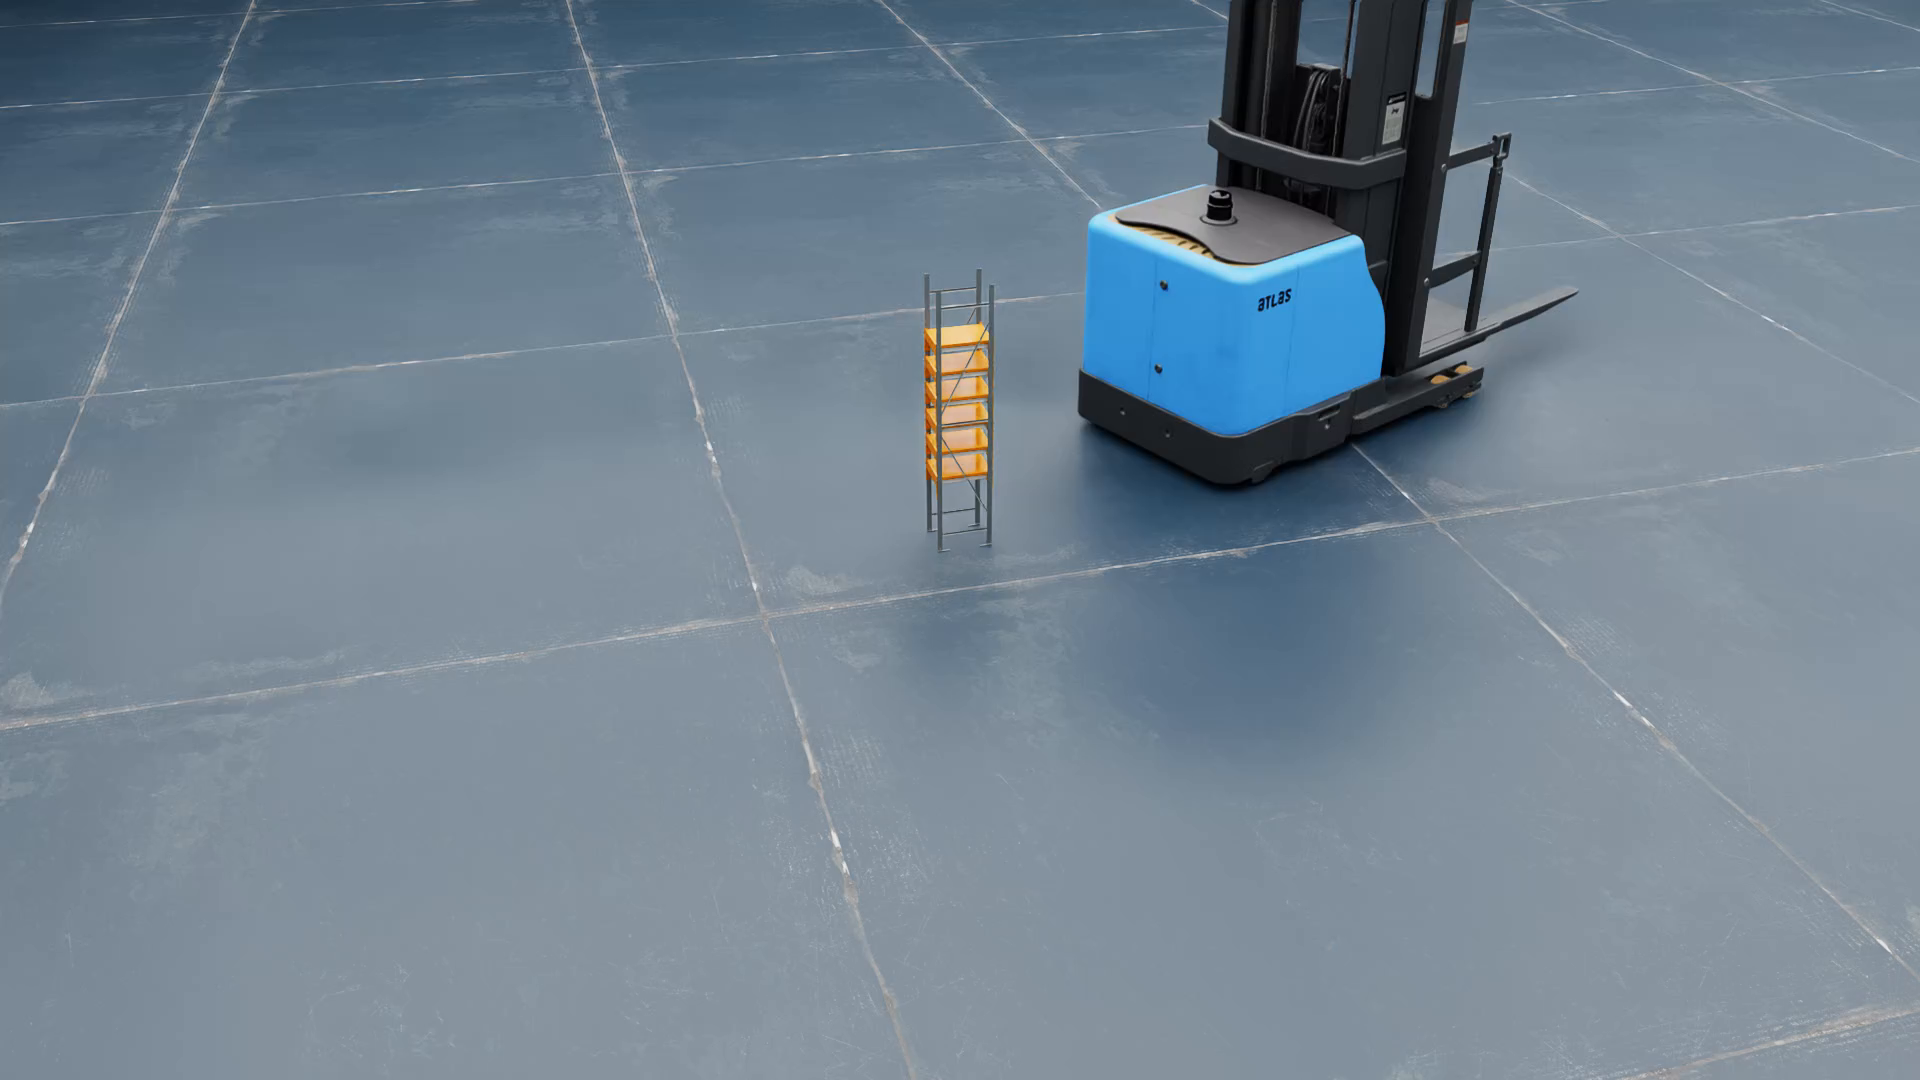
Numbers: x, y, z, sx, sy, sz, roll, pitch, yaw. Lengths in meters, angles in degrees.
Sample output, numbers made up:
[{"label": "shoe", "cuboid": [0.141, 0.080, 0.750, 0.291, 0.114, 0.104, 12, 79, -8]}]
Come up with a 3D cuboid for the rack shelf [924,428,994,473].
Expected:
[{"label": "rack shelf", "cuboid": [-0.004, -0.384, 7.044, 0.258, 0.103, 0.180, -8, 31, -13]}]

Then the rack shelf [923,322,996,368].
[{"label": "rack shelf", "cuboid": [-0.004, -0.799, 6.803, 0.258, 0.103, 0.180, -8, 31, -13]}]

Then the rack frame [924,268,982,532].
[{"label": "rack frame", "cuboid": [-0.028, -0.570, 7.038, 0.240, 1.200, 0.006, -8, 31, -13]}]

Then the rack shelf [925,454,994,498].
[{"label": "rack shelf", "cuboid": [-0.004, -0.280, 7.104, 0.258, 0.103, 0.180, -8, 31, -13]}]

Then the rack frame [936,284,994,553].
[{"label": "rack frame", "cuboid": [0.020, -0.482, 6.885, 0.240, 1.200, 0.006, -8, 31, -13]}]

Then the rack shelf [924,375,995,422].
[{"label": "rack shelf", "cuboid": [-0.004, -0.592, 6.924, 0.258, 0.103, 0.180, -8, 31, -13]}]

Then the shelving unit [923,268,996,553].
[{"label": "shelving unit", "cuboid": [-0.004, -0.526, 6.962, 0.258, 1.200, 0.189, -8, 31, -13]}]

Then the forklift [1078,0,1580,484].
[{"label": "forklift", "cuboid": [2.044, -2.118, 7.983, 3.031, 2.935, 1.130, -22, 37, -33]}]

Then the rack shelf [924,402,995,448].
[{"label": "rack shelf", "cuboid": [-0.004, -0.488, 6.984, 0.258, 0.103, 0.180, -8, 31, -13]}]

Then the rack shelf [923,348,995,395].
[{"label": "rack shelf", "cuboid": [-0.004, -0.696, 6.864, 0.258, 0.103, 0.180, -8, 31, -13]}]
